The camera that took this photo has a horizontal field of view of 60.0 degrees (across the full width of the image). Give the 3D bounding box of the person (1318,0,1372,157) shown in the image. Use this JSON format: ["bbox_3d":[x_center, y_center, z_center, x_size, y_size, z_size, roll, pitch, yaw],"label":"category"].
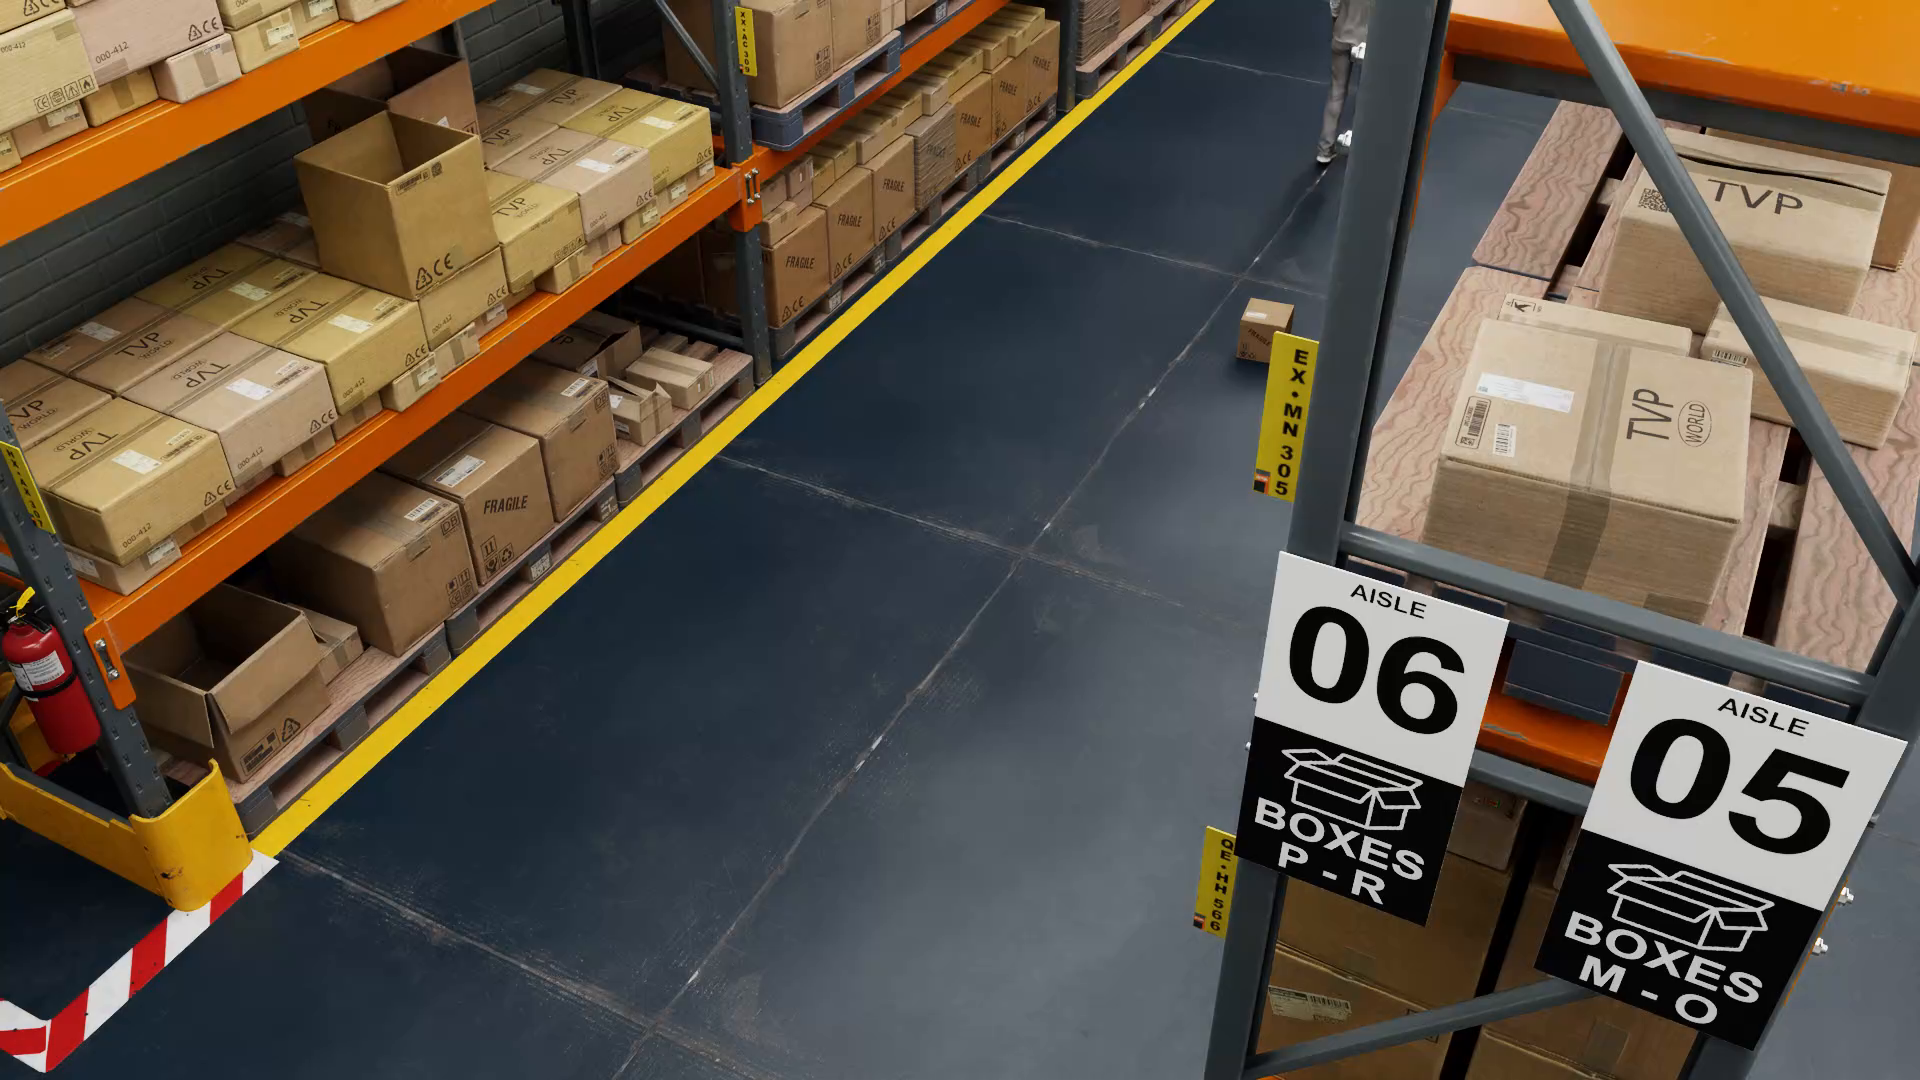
[{"bbox_3d":[2.644,-3.316,10.925,0.435,1.547,0.810,15,41,18],"label":"person"}]
